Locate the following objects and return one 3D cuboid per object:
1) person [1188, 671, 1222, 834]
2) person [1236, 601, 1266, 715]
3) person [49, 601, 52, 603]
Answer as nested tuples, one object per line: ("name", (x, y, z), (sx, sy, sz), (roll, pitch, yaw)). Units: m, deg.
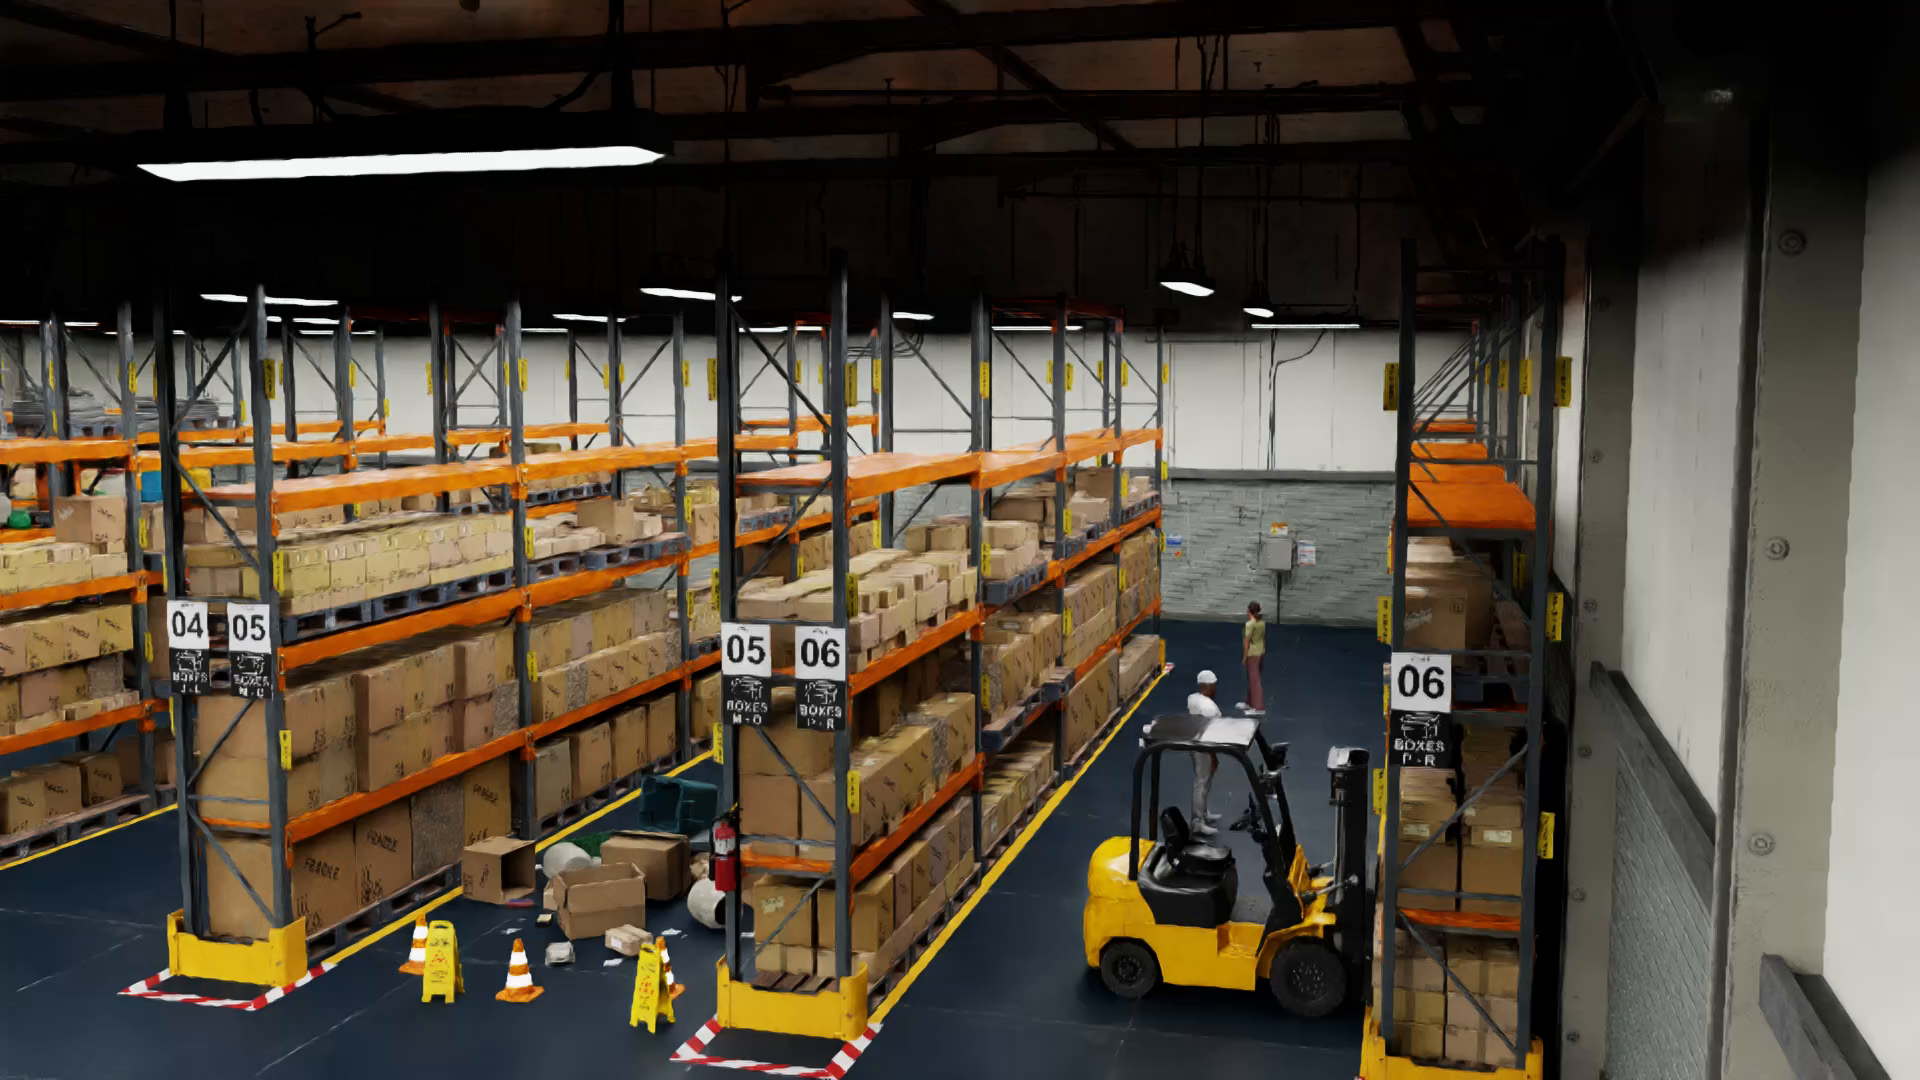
("person", (2.754, 2.319, 18.446), (0.464, 1.772, 0.645), (-1, 6, -10))
("person", (4.312, 1.717, 24.625), (0.562, 1.665, 0.554), (5, 8, 37))
("person", (-14.638, 1.485, 26.583), (0.590, 1.719, 0.668), (4, 7, 36))
